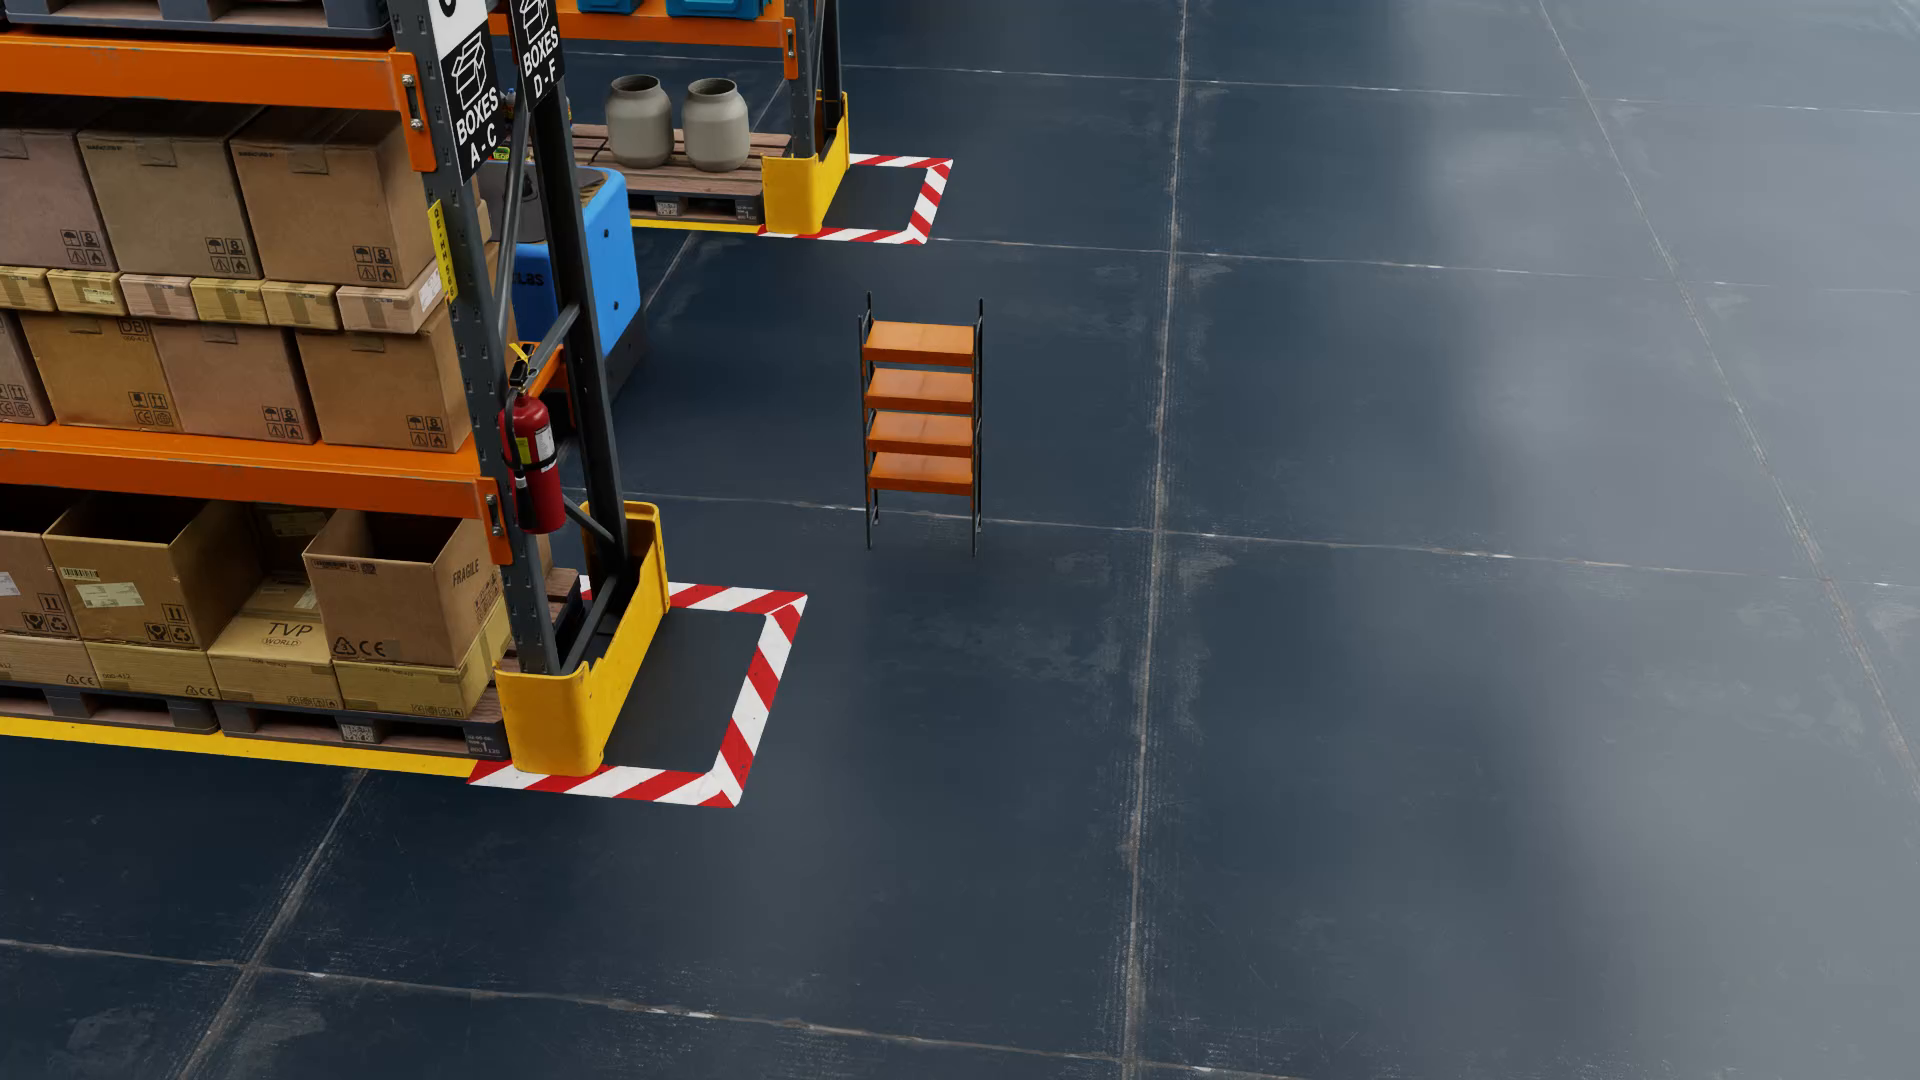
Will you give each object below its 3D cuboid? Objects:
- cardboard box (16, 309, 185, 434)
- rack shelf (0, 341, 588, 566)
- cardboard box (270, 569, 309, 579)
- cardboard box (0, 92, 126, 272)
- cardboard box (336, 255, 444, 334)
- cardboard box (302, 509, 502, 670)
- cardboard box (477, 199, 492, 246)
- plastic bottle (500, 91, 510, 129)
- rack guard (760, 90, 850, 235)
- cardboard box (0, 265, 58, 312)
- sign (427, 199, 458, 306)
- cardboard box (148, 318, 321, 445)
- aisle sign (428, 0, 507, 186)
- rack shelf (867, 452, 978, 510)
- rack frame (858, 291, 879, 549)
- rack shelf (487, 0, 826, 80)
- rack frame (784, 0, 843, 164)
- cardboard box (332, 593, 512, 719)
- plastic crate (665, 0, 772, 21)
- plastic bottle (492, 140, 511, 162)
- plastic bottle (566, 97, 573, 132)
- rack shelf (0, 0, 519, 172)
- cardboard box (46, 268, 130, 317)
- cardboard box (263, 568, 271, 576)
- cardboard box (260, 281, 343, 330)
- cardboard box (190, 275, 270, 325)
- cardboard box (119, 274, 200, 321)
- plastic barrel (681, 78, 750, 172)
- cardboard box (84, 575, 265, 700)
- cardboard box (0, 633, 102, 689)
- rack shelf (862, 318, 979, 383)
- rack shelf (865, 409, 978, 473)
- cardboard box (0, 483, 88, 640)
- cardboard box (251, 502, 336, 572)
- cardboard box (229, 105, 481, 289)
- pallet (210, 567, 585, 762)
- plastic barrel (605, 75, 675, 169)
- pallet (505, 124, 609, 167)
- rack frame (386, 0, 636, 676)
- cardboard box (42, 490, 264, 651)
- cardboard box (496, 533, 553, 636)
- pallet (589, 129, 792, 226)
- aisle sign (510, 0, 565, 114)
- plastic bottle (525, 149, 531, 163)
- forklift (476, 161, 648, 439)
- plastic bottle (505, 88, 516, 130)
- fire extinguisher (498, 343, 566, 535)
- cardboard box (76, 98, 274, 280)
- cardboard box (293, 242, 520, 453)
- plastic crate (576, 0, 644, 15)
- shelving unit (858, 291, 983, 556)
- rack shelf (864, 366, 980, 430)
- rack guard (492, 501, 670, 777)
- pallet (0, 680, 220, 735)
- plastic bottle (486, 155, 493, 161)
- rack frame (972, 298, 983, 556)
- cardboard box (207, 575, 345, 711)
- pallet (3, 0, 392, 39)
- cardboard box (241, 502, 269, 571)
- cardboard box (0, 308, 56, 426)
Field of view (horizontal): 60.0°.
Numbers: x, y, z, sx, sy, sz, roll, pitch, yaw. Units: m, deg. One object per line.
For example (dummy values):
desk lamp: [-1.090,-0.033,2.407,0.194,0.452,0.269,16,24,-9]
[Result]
cardboard box: [-3.016,-0.805,6.209,0.500,0.500,0.700,4,36,6]
rack shelf: [-3.525,-0.501,6.489,4.000,0.370,1.077,4,36,6]
cardboard box: [-2.541,0.100,7.034,0.500,0.250,0.500,4,36,6]
cardboard box: [-3.078,-1.333,5.833,0.500,0.500,0.700,4,36,6]
cardboard box: [-1.945,-0.869,5.741,0.250,0.149,0.380,4,36,5]
cardboard box: [-2.111,0.129,6.347,0.500,0.500,0.500,4,36,6]
cardboard box: [-1.903,-1.104,6.070,0.250,0.149,0.380,4,36,6]
plastic bottle: [-3.105,-2.915,11.222,0.097,0.271,0.097,0,36,0]
rack guard: [-0.988,-2.461,10.768,0.348,0.500,1.175,4,36,6]
cardboard box: [-3.229,-0.964,5.874,0.250,0.149,0.380,5,36,7]
sign: [-1.624,-0.902,5.231,0.005,0.325,0.100,4,36,6]
cardboard box: [-2.524,-0.765,6.153,0.500,0.500,0.700,5,36,7]
aisle sign: [-1.514,-1.530,5.074,0.004,0.787,0.394,4,36,6]
rack shelf: [-0.164,-0.284,7.573,0.480,0.148,0.258,4,36,6]
rack frame: [-0.406,-0.519,7.444,0.015,1.200,0.240,4,36,6]
rack shelf: [-2.891,-3.355,10.488,4.000,0.370,1.077,4,36,6]
rack frame: [-0.907,-3.500,10.072,0.127,3.000,1.000,4,36,6]
cardboard box: [-2.111,0.433,6.567,0.500,0.250,0.500,4,36,6]
plastic crate: [-1.441,-3.304,9.925,0.616,0.251,0.499,4,36,6]
plastic bottle: [-2.903,-2.455,10.567,0.133,0.283,0.061,5,36,7]
plastic bottle: [-2.665,-2.882,11.176,0.097,0.271,0.097,0,36,0]
rack shelf: [-3.525,-1.722,5.618,4.000,0.370,1.077,4,36,6]
cardboard box: [-2.968,-0.946,5.848,0.250,0.149,0.380,5,36,7]
cardboard box: [-3.037,0.062,7.086,0.500,0.250,0.500,4,36,6]
cardboard box: [-2.205,-0.888,5.767,0.250,0.149,0.380,5,36,7]
cardboard box: [-2.458,-0.907,5.794,0.250,0.149,0.380,4,36,5]
cardboard box: [-2.707,-0.927,5.822,0.250,0.149,0.380,5,36,7]
plastic barrel: [-1.569,-2.663,10.679,0.421,0.512,0.421,0,36,0]
cardboard box: [-3.105,0.367,6.659,0.500,0.250,0.500,4,36,6]
cardboard box: [-3.600,0.329,6.713,0.500,0.250,0.500,4,36,6]
rack shelf: [-0.164,-0.820,7.190,0.480,0.148,0.258,4,36,6]
rack shelf: [-0.164,-0.446,7.458,0.480,0.148,0.258,4,36,6]
cardboard box: [-3.601,0.026,6.492,0.500,0.500,0.500,4,36,6]
cardboard box: [-2.541,-0.207,6.817,0.500,0.500,0.500,4,36,6]
cardboard box: [-2.055,-1.261,5.731,0.500,0.500,0.700,4,36,6]
pallet: [-2.305,0.457,6.929,1.213,0.211,1.003,4,36,6]
plastic barrel: [-2.067,-2.700,10.731,0.421,0.512,0.421,0,36,0]
pallet: [-3.000,-2.498,11.069,1.213,0.211,1.003,4,36,6]
rack frame: [-1.541,-0.646,6.073,0.127,3.000,1.000,4,36,6]
cardboard box: [-3.105,0.063,6.439,0.500,0.500,0.500,4,36,6]
cardboard box: [-2.045,0.134,6.985,0.500,0.250,0.500,4,36,6]
pallet: [-1.793,-2.406,10.940,1.213,0.211,1.003,4,36,6]
aisle sign: [-1.437,-1.876,5.558,0.004,0.787,0.394,4,36,6]
plastic bottle: [-2.784,-2.423,10.593,0.097,0.201,0.097,0,36,0]
forklift: [-3.274,-2.094,8.161,3.031,2.935,1.130,5,36,7]
plastic bottle: [-3.005,-2.907,11.211,0.097,0.271,0.097,0,36,0]
fire extinguisher: [-1.483,-0.338,5.708,0.183,0.674,0.296,4,36,6]
cardboard box: [-2.578,-1.296,5.781,0.500,0.500,0.700,3,36,5]
cardboard box: [-2.003,-0.729,6.103,0.500,0.500,0.700,4,36,6]
plastic crate: [-2.085,-3.355,9.997,0.408,0.251,0.499,4,36,6]
shelving unit: [-0.164,-0.501,7.419,0.503,1.200,0.258,4,36,6]
rack shelf: [-0.164,-0.628,7.328,0.480,0.148,0.258,4,36,6]
rack guard: [-1.518,0.373,6.797,0.348,0.500,1.175,4,36,6]
pallet: [-3.512,0.365,7.057,1.213,0.211,1.003,4,36,6]
plastic bottle: [-3.031,-2.488,10.620,0.135,0.276,0.152,5,36,6]
rack frame: [0.078,-0.483,7.393,0.015,1.200,0.240,4,36,6]
cardboard box: [-2.608,0.403,6.609,0.500,0.250,0.500,4,36,6]
pallet: [-2.239,-1.898,5.322,1.213,0.211,1.003,4,36,6]
cardboard box: [-3.039,-0.236,6.859,0.500,0.500,0.500,4,36,6]
cardboard box: [-3.539,-0.842,6.261,0.500,0.500,0.700,5,36,7]
